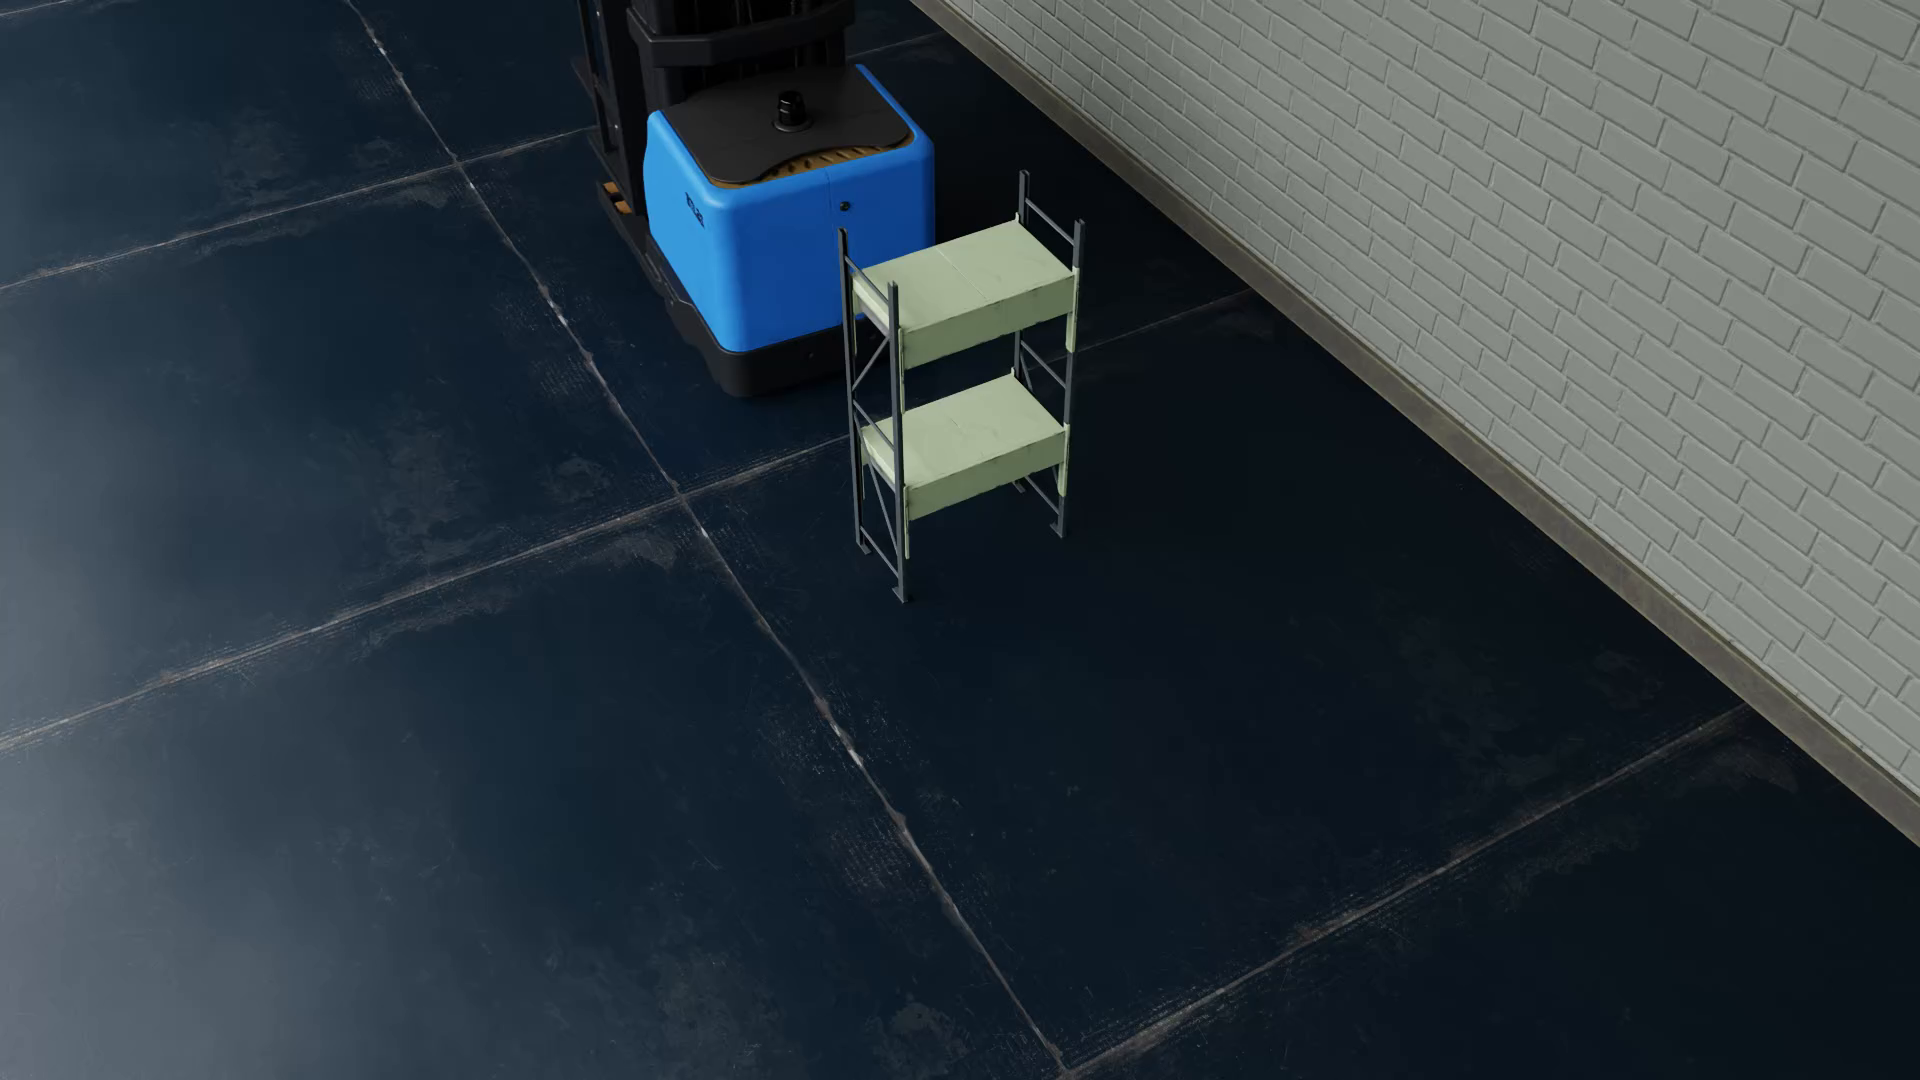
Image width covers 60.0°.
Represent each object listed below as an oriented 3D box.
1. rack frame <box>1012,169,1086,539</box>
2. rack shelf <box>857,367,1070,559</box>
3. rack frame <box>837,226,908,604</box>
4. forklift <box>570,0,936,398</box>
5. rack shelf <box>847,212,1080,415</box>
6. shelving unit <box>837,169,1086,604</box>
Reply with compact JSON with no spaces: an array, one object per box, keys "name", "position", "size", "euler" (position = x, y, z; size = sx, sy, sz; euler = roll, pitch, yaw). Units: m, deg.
[{"name":"rack frame","position":[0.323,-0.668,6.361],"size":[0.023,1.500,0.400],"euler":[-22,48,-21]},{"name":"rack shelf","position":[0.006,-0.307,6.457],"size":[0.720,0.370,0.431],"euler":[-22,48,-21]},{"name":"rack frame","position":[-0.312,-0.414,6.099],"size":[0.023,1.500,0.400],"euler":[-22,48,-21]},{"name":"forklift","position":[-1.186,-2.707,7.434],"size":[1.130,2.935,3.031],"euler":[-19,47,-18]},{"name":"rack shelf","position":[0.006,-0.821,5.958],"size":[0.720,0.370,0.431],"euler":[-22,48,-21]},{"name":"shelving unit","position":[0.006,-0.541,6.230],"size":[0.755,1.500,0.431],"euler":[-22,48,-21]}]
